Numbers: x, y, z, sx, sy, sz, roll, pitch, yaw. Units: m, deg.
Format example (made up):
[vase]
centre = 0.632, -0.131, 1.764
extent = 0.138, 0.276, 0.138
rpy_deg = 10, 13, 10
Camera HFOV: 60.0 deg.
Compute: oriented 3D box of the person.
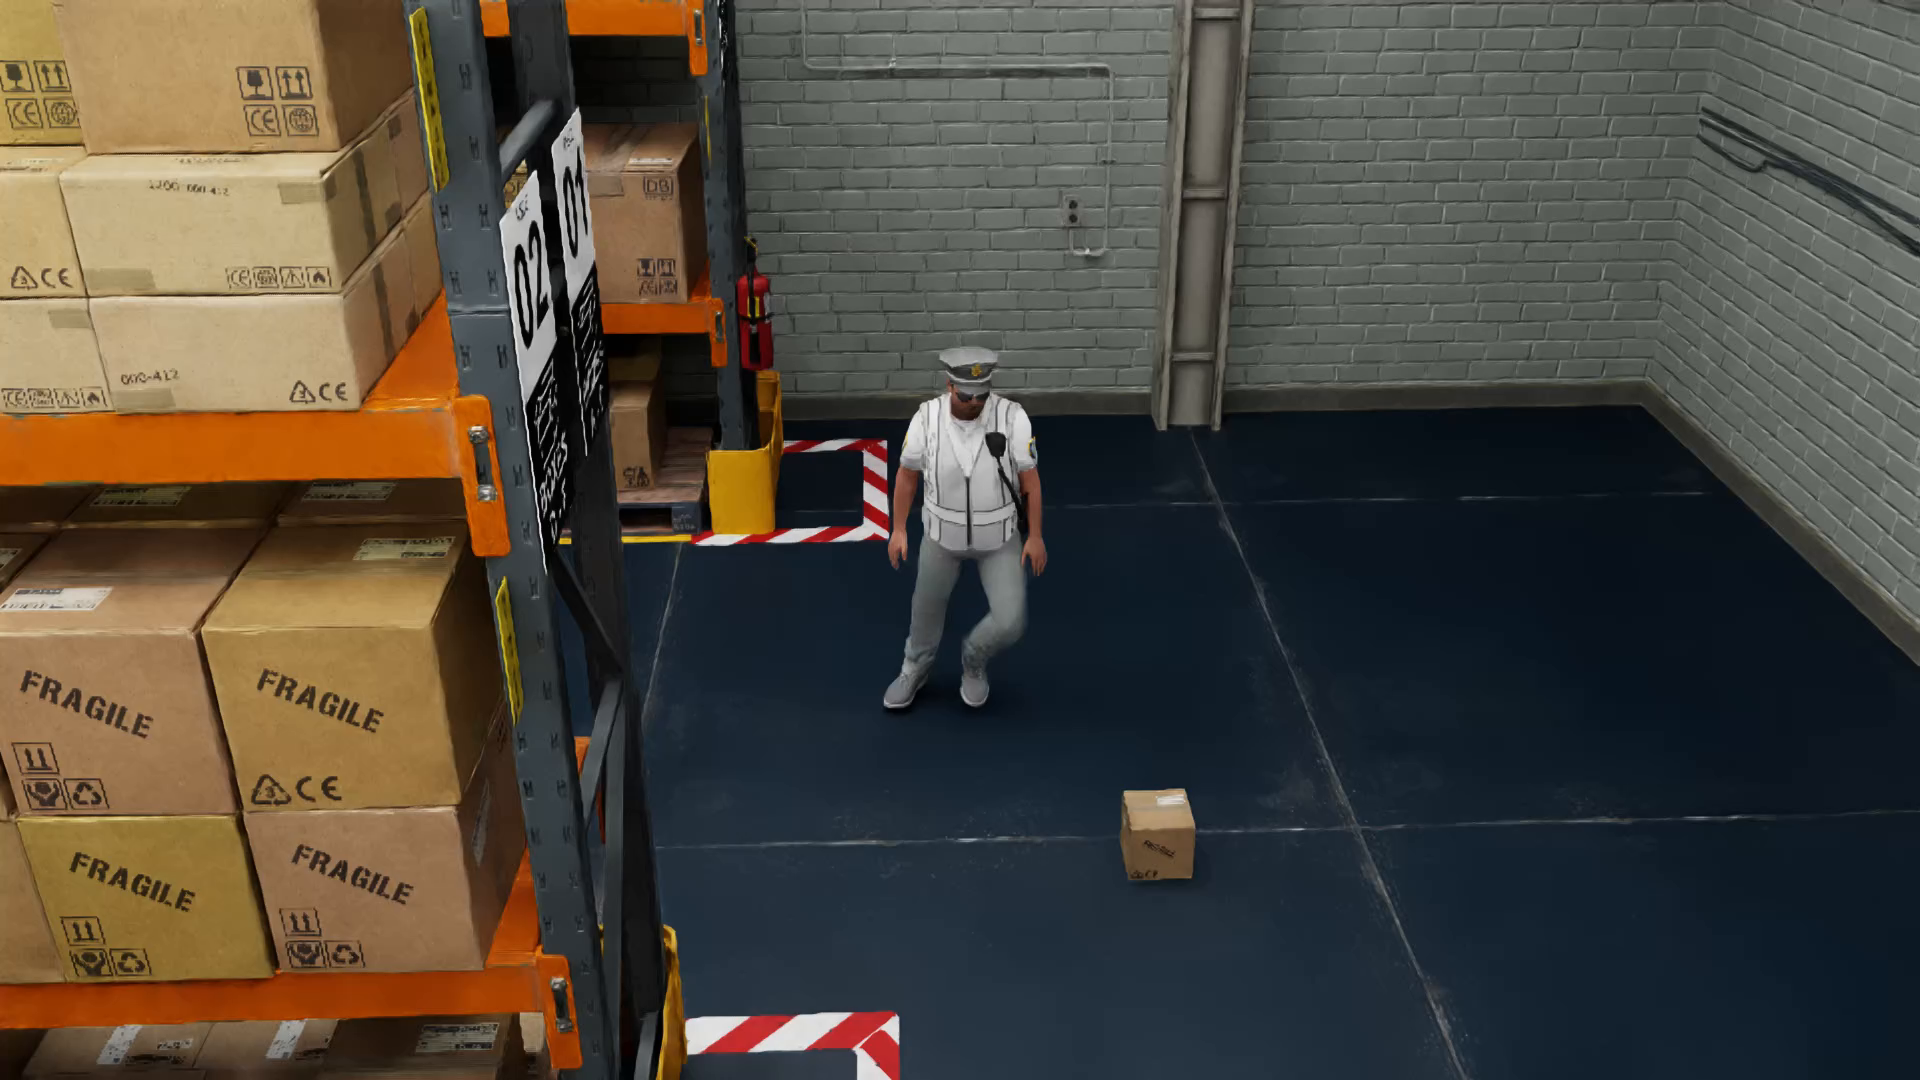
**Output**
[person]
centre = 0.015, -0.033, 7.139
extent = 0.725, 1.732, 0.415
rpy_deg = 2, 27, 3
